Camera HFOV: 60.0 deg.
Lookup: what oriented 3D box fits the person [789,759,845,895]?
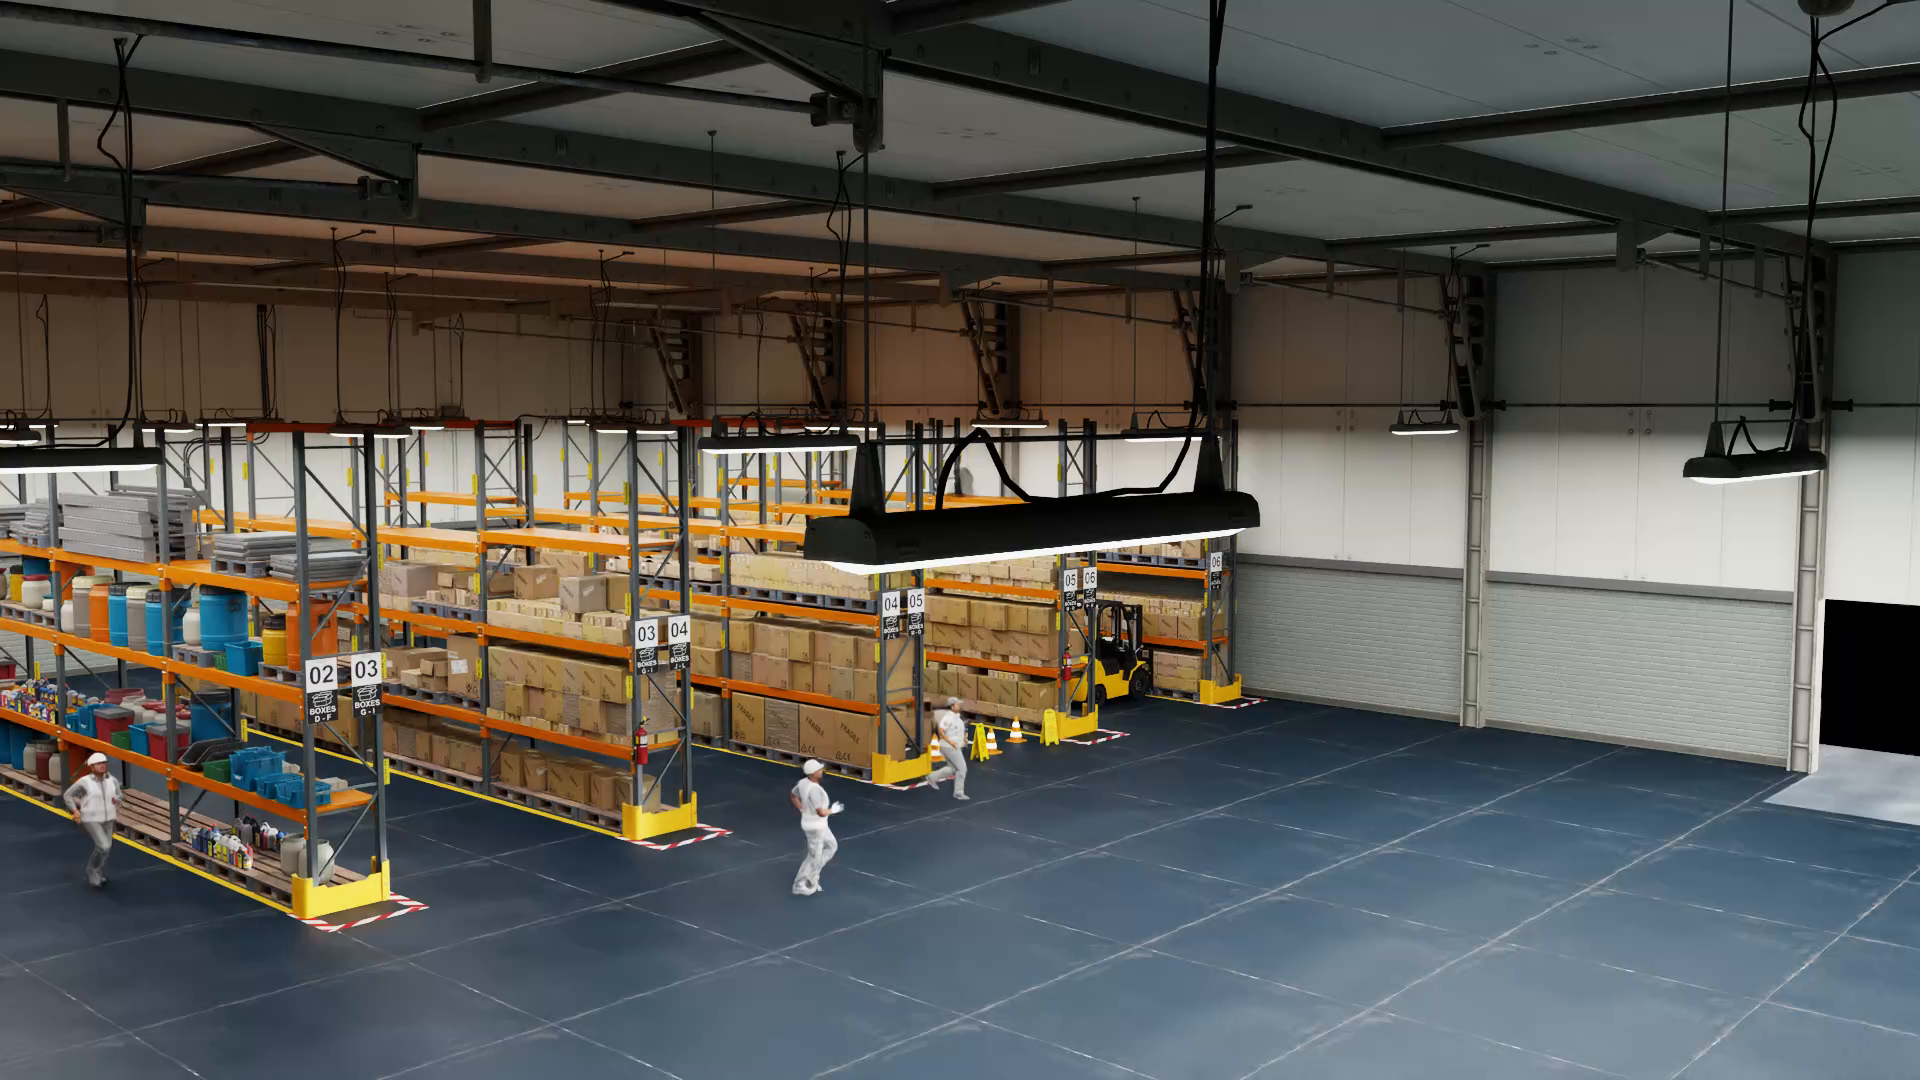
[{"bbox_3d":[-1.831,3.691,21.405,0.686,1.772,0.658,-1,5,-13],"label":"person"}]

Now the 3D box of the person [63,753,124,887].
[{"bbox_3d":[-11.267,3.663,21.791,0.642,1.747,0.643,3,5,29],"label":"person"}]

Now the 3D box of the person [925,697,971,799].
[{"bbox_3d":[-0.183,3.351,26.812,0.751,1.659,0.634,1,5,11],"label":"person"}]
